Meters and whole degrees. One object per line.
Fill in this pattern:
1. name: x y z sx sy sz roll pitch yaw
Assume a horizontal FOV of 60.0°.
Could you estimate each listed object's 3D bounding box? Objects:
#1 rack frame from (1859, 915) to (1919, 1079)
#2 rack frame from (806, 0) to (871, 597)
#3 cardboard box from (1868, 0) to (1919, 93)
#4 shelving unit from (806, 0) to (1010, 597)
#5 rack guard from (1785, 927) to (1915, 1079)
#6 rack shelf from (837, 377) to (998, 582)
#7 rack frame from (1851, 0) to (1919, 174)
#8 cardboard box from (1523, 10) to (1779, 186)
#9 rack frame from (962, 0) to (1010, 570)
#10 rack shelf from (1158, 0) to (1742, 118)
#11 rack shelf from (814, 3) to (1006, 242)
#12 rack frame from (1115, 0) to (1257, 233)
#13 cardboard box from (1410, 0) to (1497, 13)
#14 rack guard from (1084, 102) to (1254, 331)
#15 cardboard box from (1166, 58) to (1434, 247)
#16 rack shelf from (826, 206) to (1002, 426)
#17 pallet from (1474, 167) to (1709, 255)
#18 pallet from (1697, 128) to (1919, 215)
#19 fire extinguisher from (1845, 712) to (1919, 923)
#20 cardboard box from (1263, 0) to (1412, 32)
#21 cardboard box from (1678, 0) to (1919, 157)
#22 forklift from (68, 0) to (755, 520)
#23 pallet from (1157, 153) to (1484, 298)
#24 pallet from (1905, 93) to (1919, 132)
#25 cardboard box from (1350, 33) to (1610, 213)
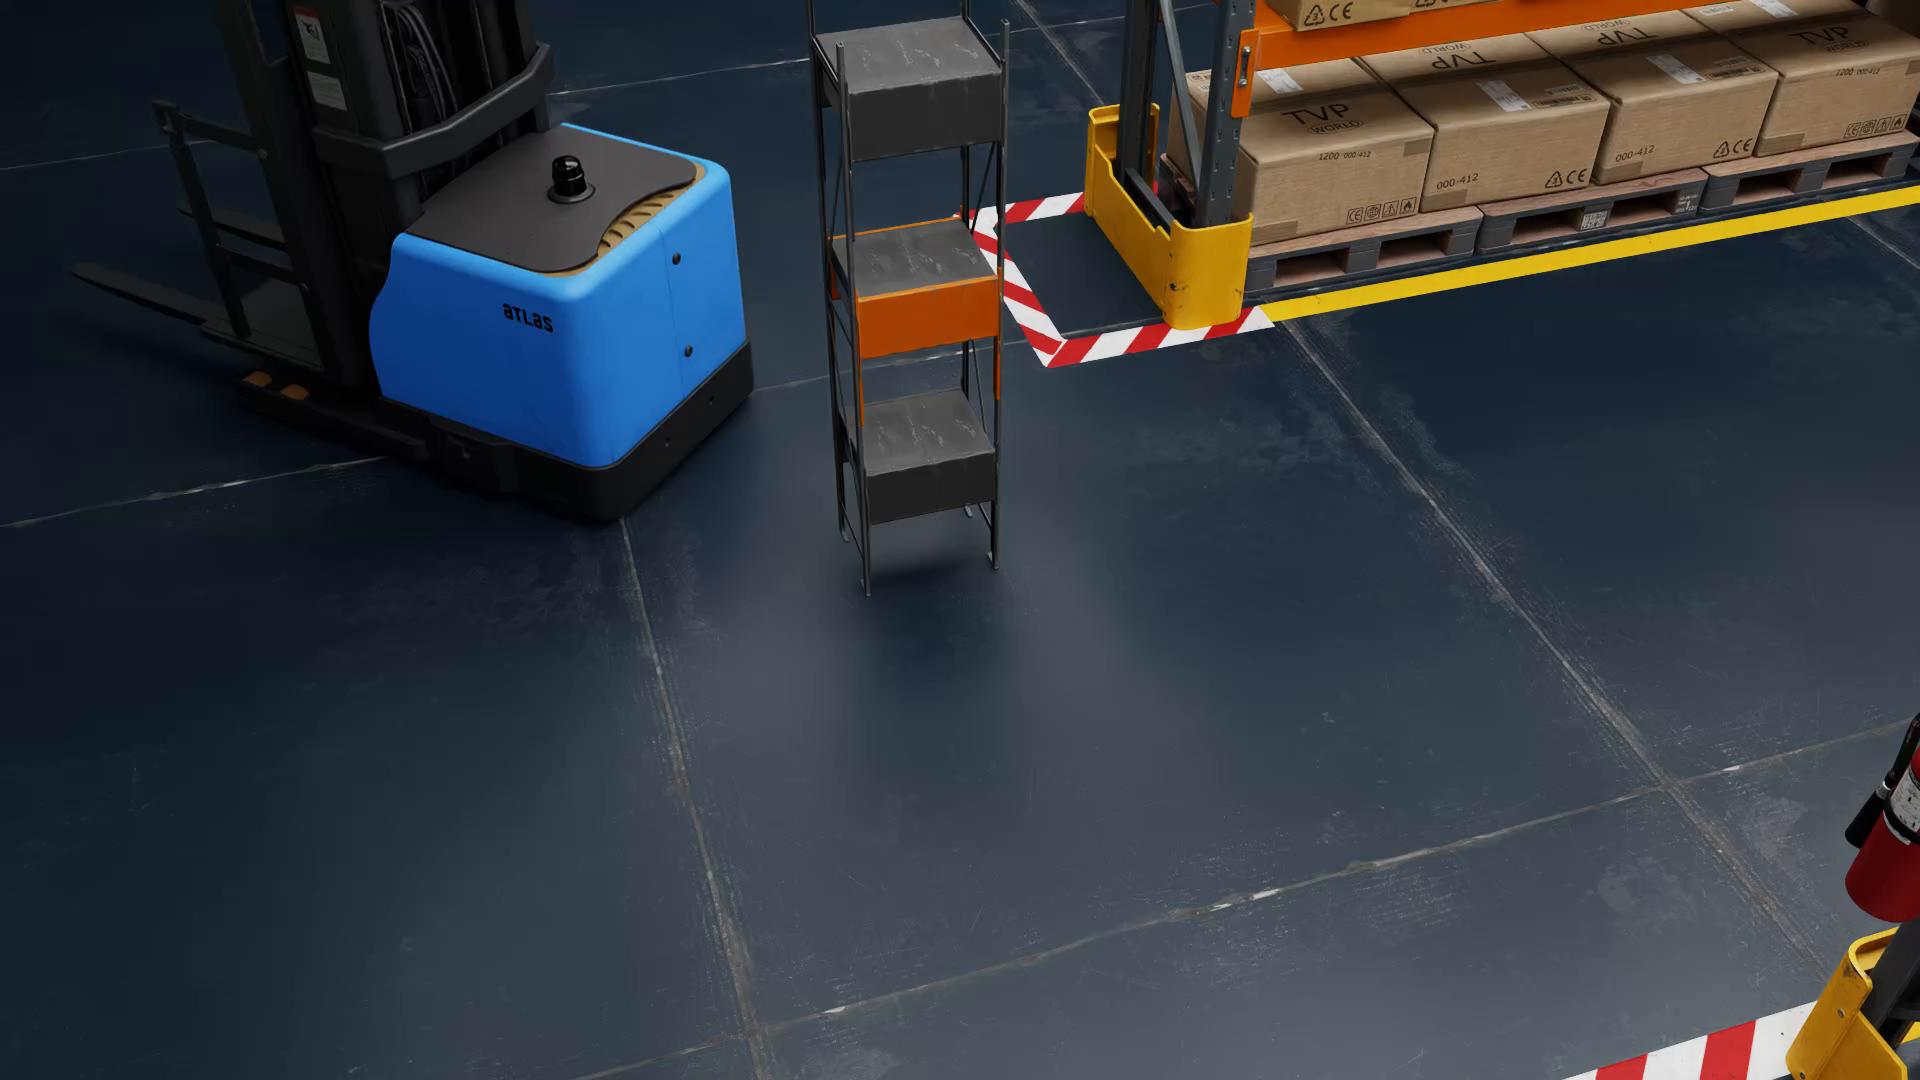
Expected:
1. rack frame: 2.531 0.643 3.234 0.127 3.000 1.000 -12 42 -13
2. rack frame: -0.391 -0.710 5.467 0.015 2.100 0.400 -12 42 -13
3. cardboard box: 5.330 -2.765 8.430 0.875 0.875 0.875 -10 42 -12
4. shelving unit: -0.158 -0.758 5.522 0.503 2.100 0.431 -12 42 -13
5. rack guard: 2.604 1.569 4.074 0.348 0.500 1.175 -12 42 -13
6. rack shelf: -0.158 -0.221 5.991 0.480 0.518 0.431 -12 42 -13
7. rack frame: 4.763 -3.234 7.672 0.127 3.000 1.000 -12 42 -13
8. cardboard box: 3.278 -2.193 8.109 0.875 0.438 0.875 -13 43 -14
9. rack frame: 0.075 -0.806 5.577 0.015 2.100 0.400 -12 42 -13
10. rack shelf: 2.855 -2.568 7.456 4.000 0.370 1.077 -12 42 -13
11. rack shelf: -0.158 -1.275 5.070 0.480 0.518 0.431 -12 42 -13
12. rack frame: 0.948 -2.443 6.767 0.127 3.000 1.000 -12 42 -13
13. cardboard box: 1.966 -2.513 6.771 0.500 0.500 0.500 -12 43 -14
14. rack guard: 0.925 -1.497 7.584 0.348 0.500 1.175 -12 42 -13
15. cardboard box: 1.547 -1.830 7.693 0.875 0.438 0.875 -13 43 -15
16. rack shelf: -0.158 -0.748 5.531 0.480 0.518 0.431 -12 42 -13
17. pallet: 2.848 -1.839 8.195 1.213 0.211 1.003 -12 42 -13
18. pallet: 4.014 -2.083 8.473 1.213 0.211 1.003 -12 42 -13
19. fire extinguisher: 2.152 0.573 3.657 0.183 0.674 0.296 -12 42 -13
20. cardboard box: 1.492 -2.396 6.636 0.500 0.500 0.500 -12 43 -13
21. cardboard box: 4.132 -2.370 8.312 0.875 0.438 0.875 -12 43 -14
22. forklift: -2.399 -1.861 6.152 3.031 2.935 1.130 19 44 20
23. pallet: 1.687 -1.600 7.921 1.213 0.211 1.003 -12 42 -13
24. pallet: 5.476 -2.384 8.818 1.213 0.211 1.003 -12 42 -13
25. cardboard box: 2.418 -2.016 7.906 0.875 0.438 0.875 -11 42 -12
